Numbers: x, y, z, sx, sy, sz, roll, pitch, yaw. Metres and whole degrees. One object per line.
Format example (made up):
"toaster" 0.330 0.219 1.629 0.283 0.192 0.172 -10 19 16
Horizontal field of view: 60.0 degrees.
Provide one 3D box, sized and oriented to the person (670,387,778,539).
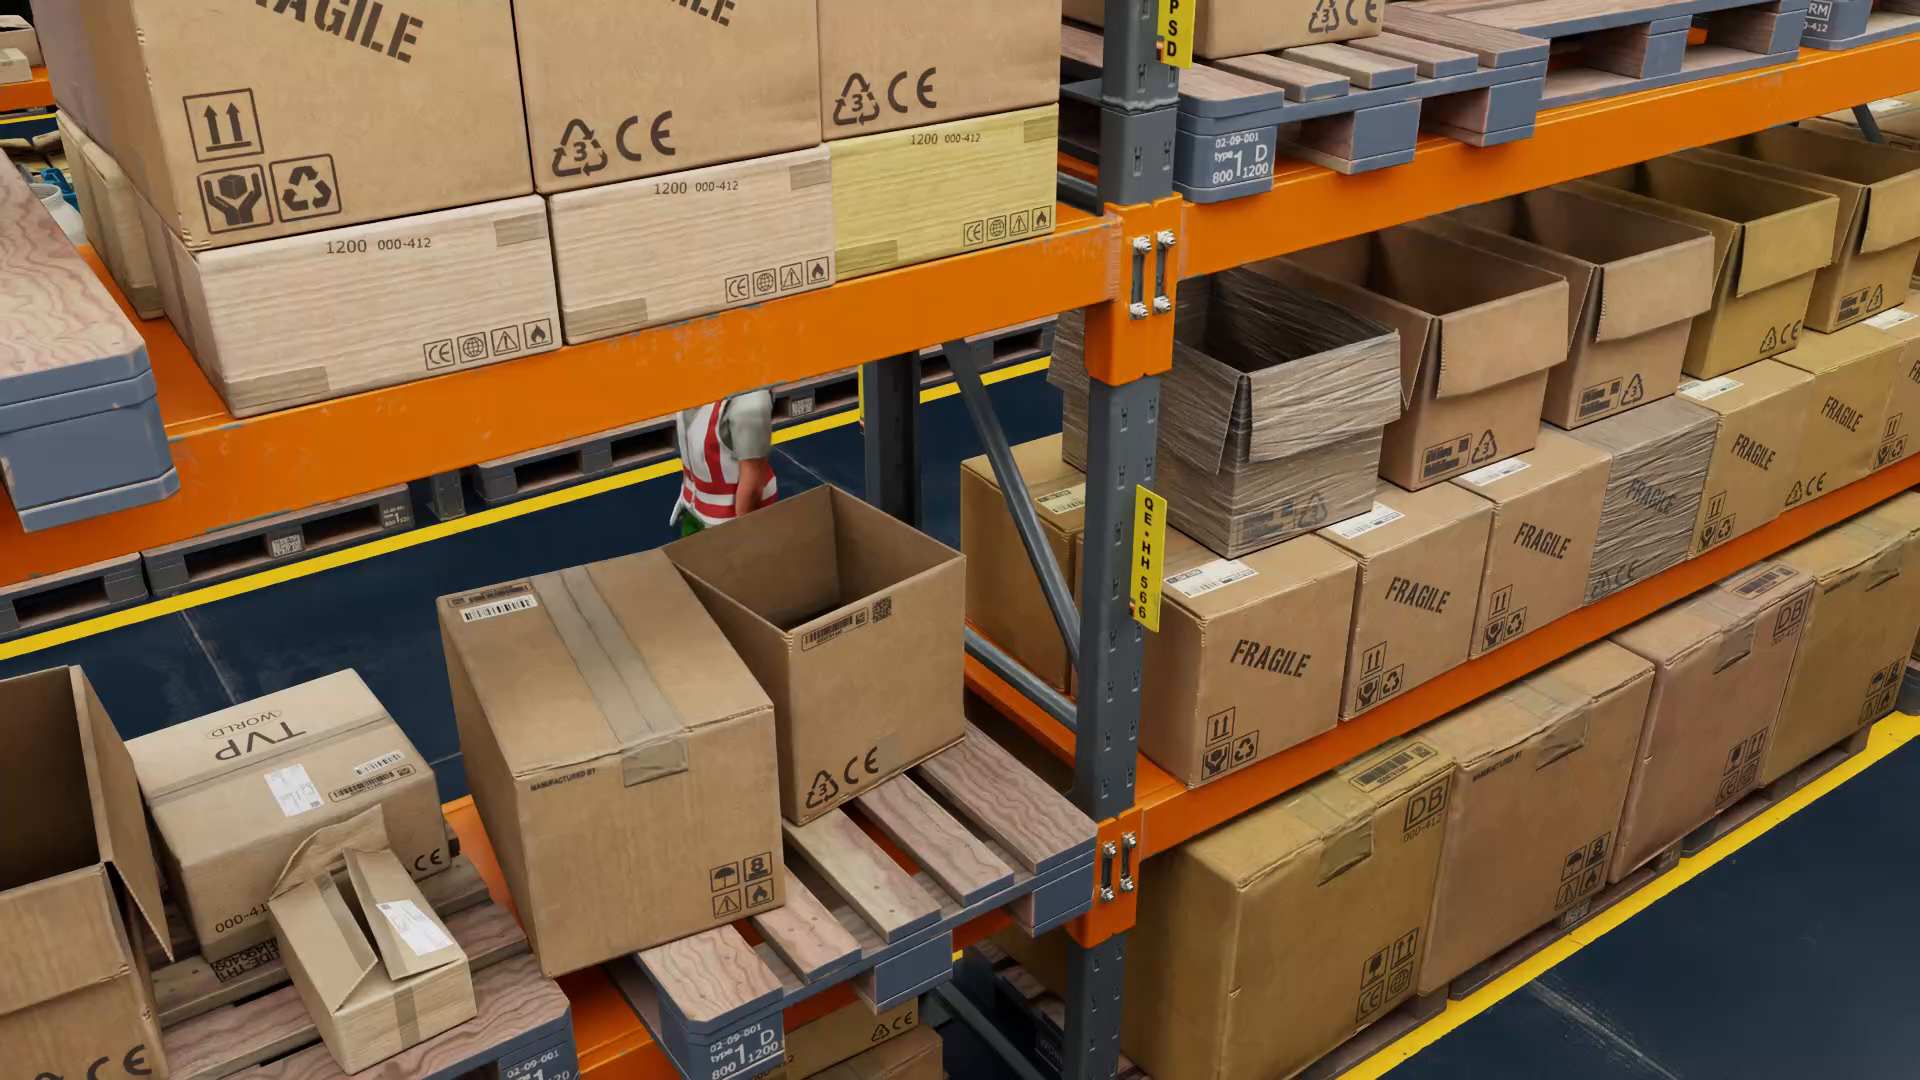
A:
"person" -0.901 -0.075 6.271 0.414 1.758 0.536 -18 33 -30
